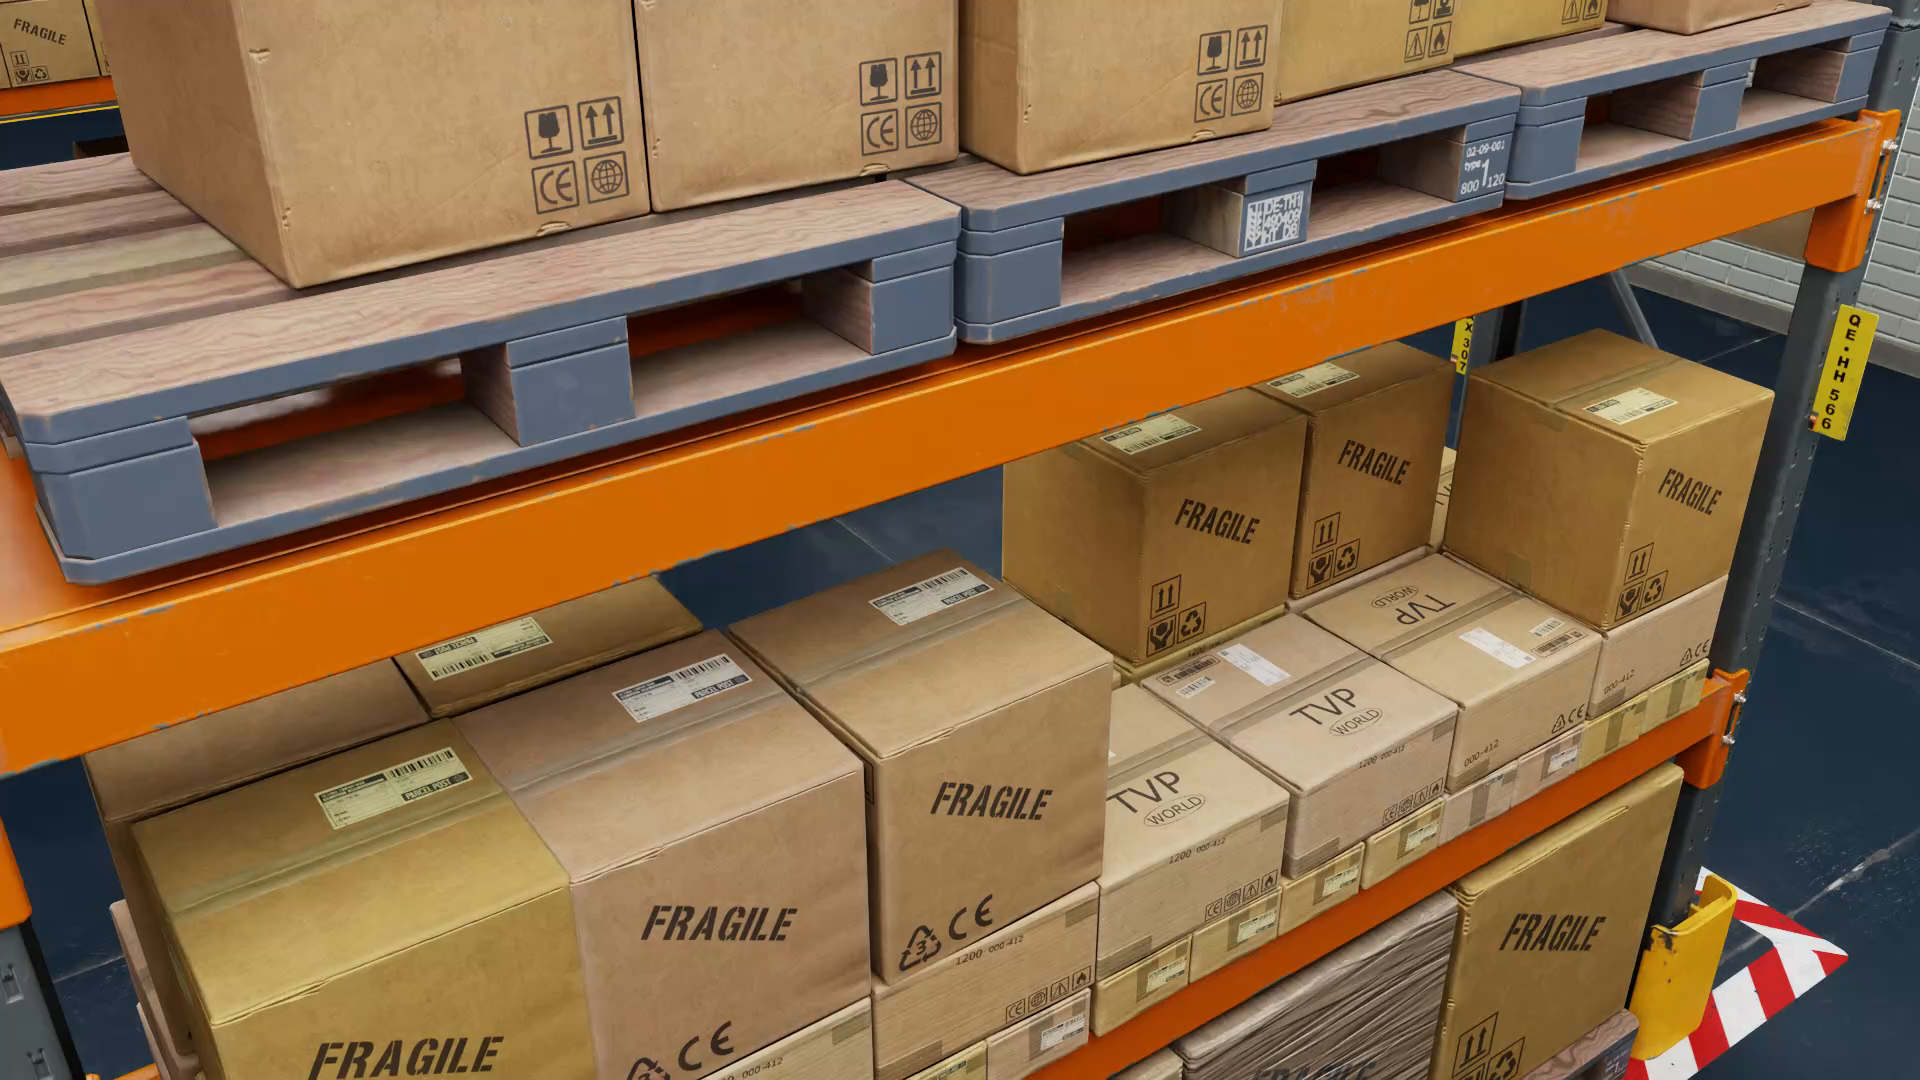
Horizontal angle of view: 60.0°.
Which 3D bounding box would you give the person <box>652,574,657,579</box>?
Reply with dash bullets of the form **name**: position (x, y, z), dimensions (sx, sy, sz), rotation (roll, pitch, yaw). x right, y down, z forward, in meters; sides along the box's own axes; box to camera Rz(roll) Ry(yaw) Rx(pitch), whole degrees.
- **person**: position (-1.201, 0.168, 5.738), dimensions (0.380, 1.700, 0.487), rotation (-19, 34, -30)
